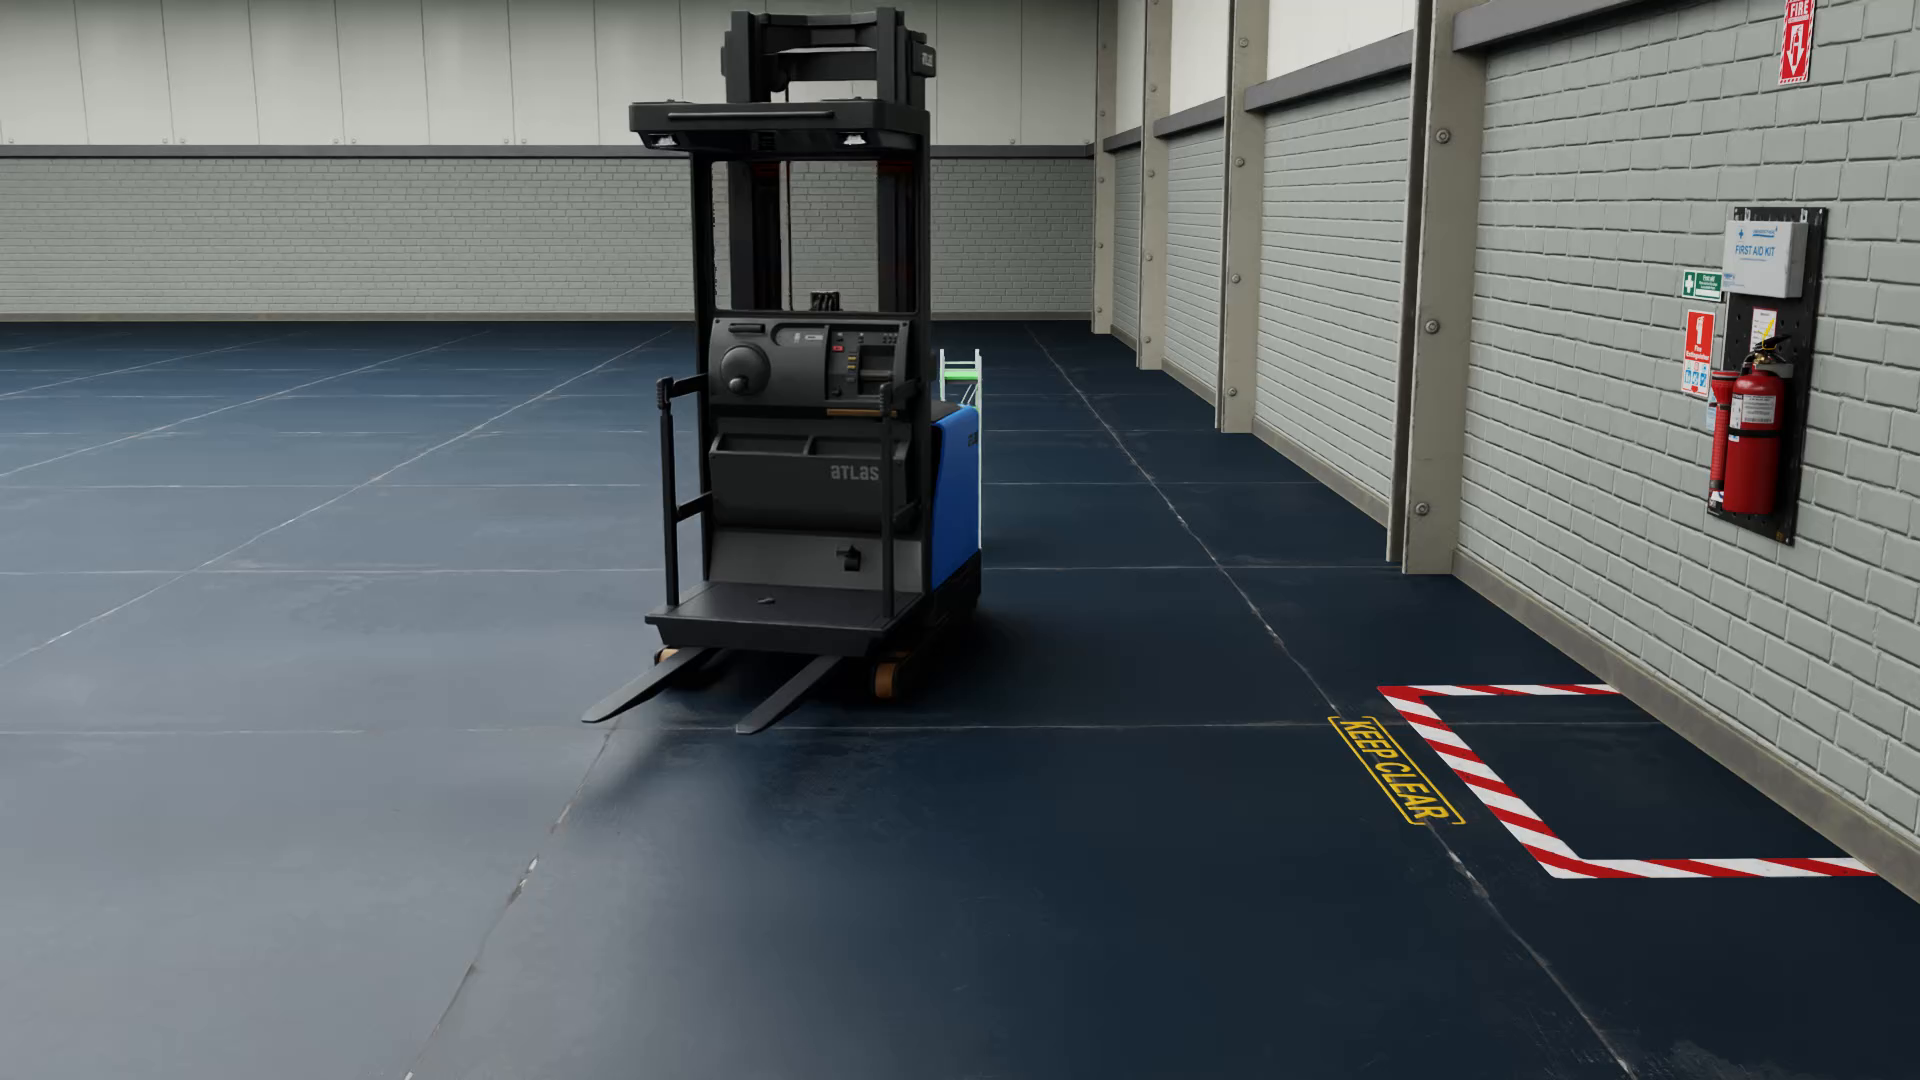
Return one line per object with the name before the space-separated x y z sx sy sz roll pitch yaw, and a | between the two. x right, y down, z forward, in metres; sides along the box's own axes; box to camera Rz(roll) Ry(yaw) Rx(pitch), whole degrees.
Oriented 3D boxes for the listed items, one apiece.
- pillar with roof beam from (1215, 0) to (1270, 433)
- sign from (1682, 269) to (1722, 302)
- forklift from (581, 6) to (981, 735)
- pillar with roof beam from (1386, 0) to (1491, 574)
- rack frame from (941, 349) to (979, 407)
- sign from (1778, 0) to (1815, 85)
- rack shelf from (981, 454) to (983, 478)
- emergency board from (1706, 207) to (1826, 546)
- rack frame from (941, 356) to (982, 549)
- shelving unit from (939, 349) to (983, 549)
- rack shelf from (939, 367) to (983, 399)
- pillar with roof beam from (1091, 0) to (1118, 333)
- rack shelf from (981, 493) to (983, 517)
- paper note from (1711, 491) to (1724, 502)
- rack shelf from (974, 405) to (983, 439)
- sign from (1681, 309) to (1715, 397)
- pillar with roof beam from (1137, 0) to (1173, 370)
pillar with roof beam | -1.714 -5.429 14.685 9.100 9.000 0.400 0 11 -1
sign | 2.908 -0.999 6.516 0.001 0.109 0.331 0 11 -1
forklift | -0.727 -0.828 7.267 1.130 2.935 3.031 3 12 13
pillar with roof beam | -1.590 -4.236 8.806 9.100 9.000 0.400 0 11 -1
rack frame | -0.002 -0.604 10.517 0.240 1.200 0.015 0 11 -1
sign | 2.924 -1.750 5.812 0.001 0.298 0.199 0 11 -1
rack shelf | 0.003 -0.492 10.290 0.258 0.148 0.480 0 11 -1
emergency board | 2.825 -0.612 6.033 0.194 1.169 0.643 0 11 -1
rack frame | 0.008 -0.507 10.039 0.240 1.200 0.015 0 11 -1
shelving unit | 0.003 -0.555 10.278 0.258 1.200 0.503 0 11 -1
rack shelf | 0.003 -0.963 10.195 0.258 0.148 0.480 0 11 -1
pillar with roof beam | -1.962 -7.814 26.443 9.100 9.000 0.400 0 11 -1
rack shelf | 0.003 -0.257 10.338 0.258 0.148 0.480 0 11 -1
paper note | 2.890 -0.216 6.295 0.016 0.148 0.142 0 11 -1
rack shelf | 0.003 -0.728 10.243 0.258 0.148 0.480 0 11 -1
sign | 2.916 -0.740 6.573 0.001 0.329 0.234 0 11 -1
pillar with roof beam | -1.838 -6.621 20.564 9.100 9.000 0.400 0 11 -1
